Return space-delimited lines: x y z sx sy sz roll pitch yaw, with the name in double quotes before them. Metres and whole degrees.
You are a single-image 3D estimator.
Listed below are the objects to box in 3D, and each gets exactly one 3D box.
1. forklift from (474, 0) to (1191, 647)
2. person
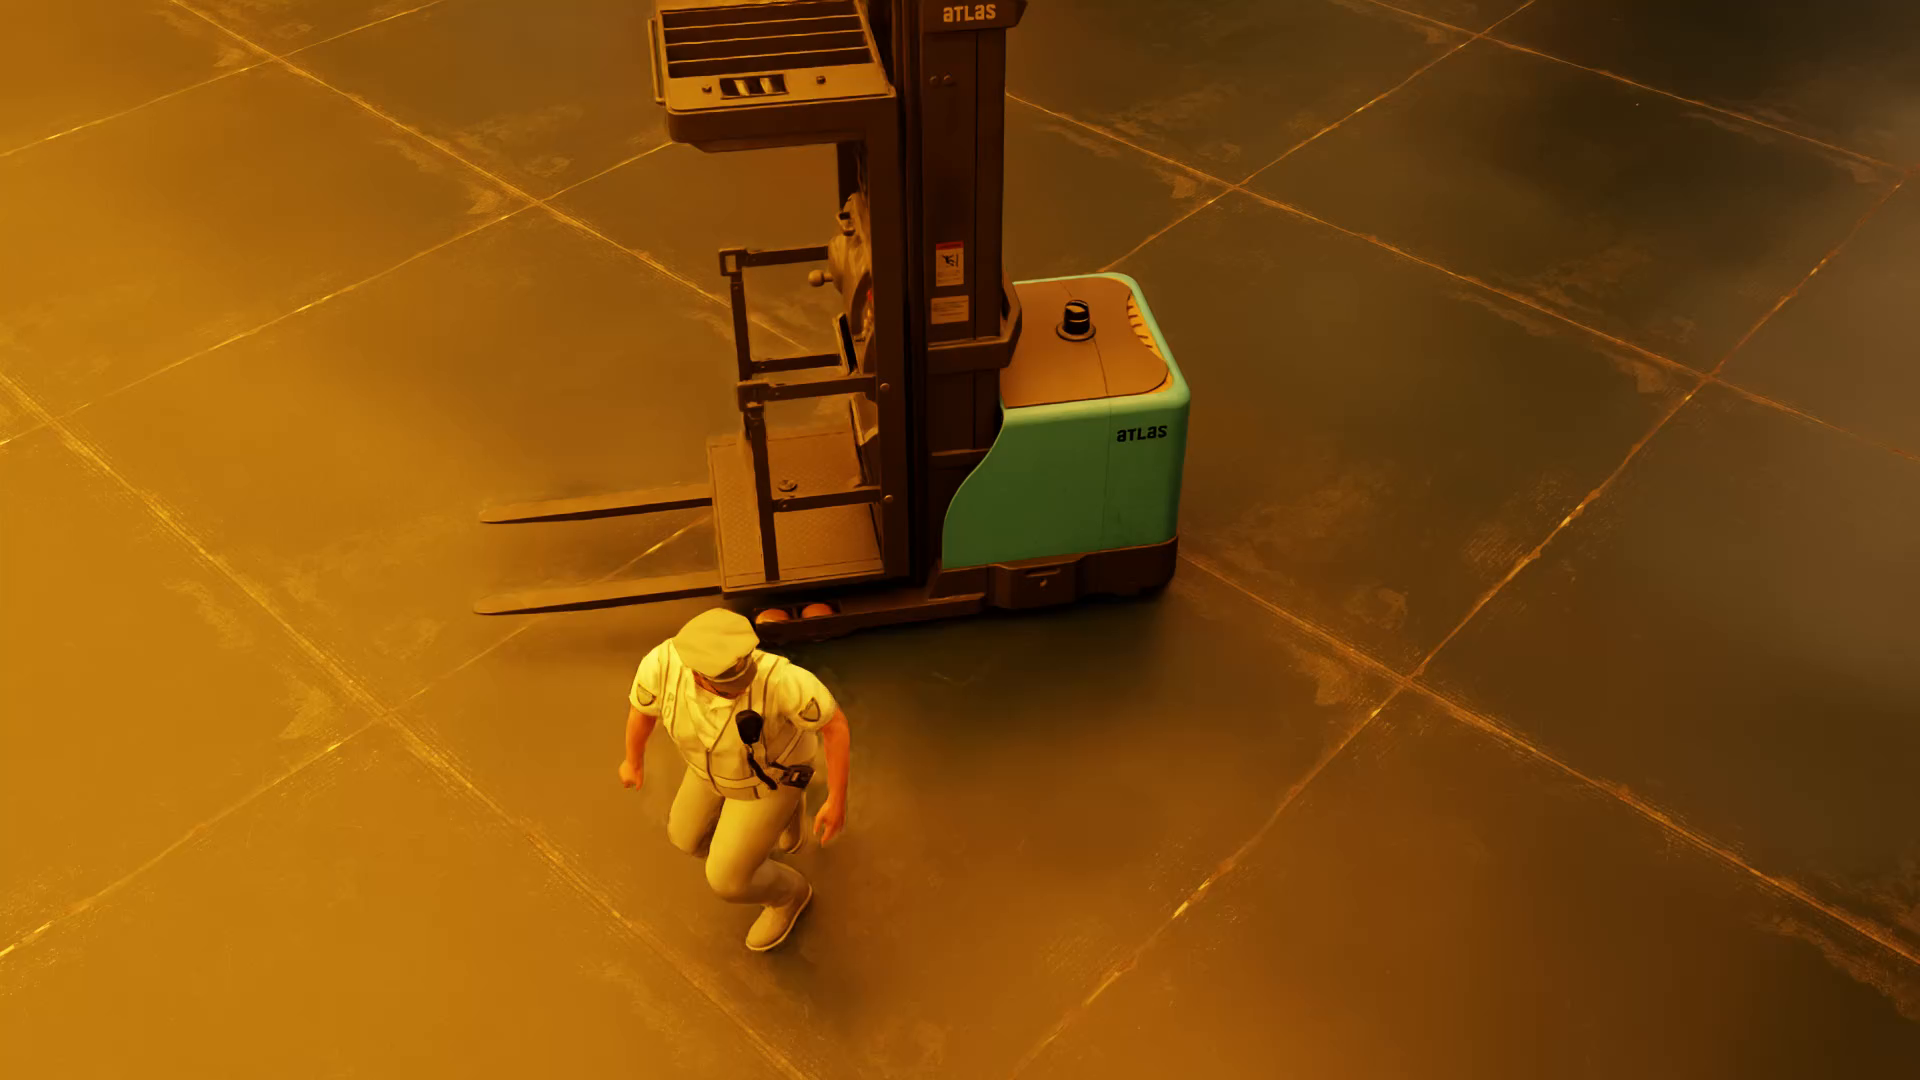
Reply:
"forklift" -0.612 -1.027 6.626 3.031 2.935 1.130 -7 41 -8
"person" -0.719 0.728 5.674 0.832 1.547 0.650 22 45 24
